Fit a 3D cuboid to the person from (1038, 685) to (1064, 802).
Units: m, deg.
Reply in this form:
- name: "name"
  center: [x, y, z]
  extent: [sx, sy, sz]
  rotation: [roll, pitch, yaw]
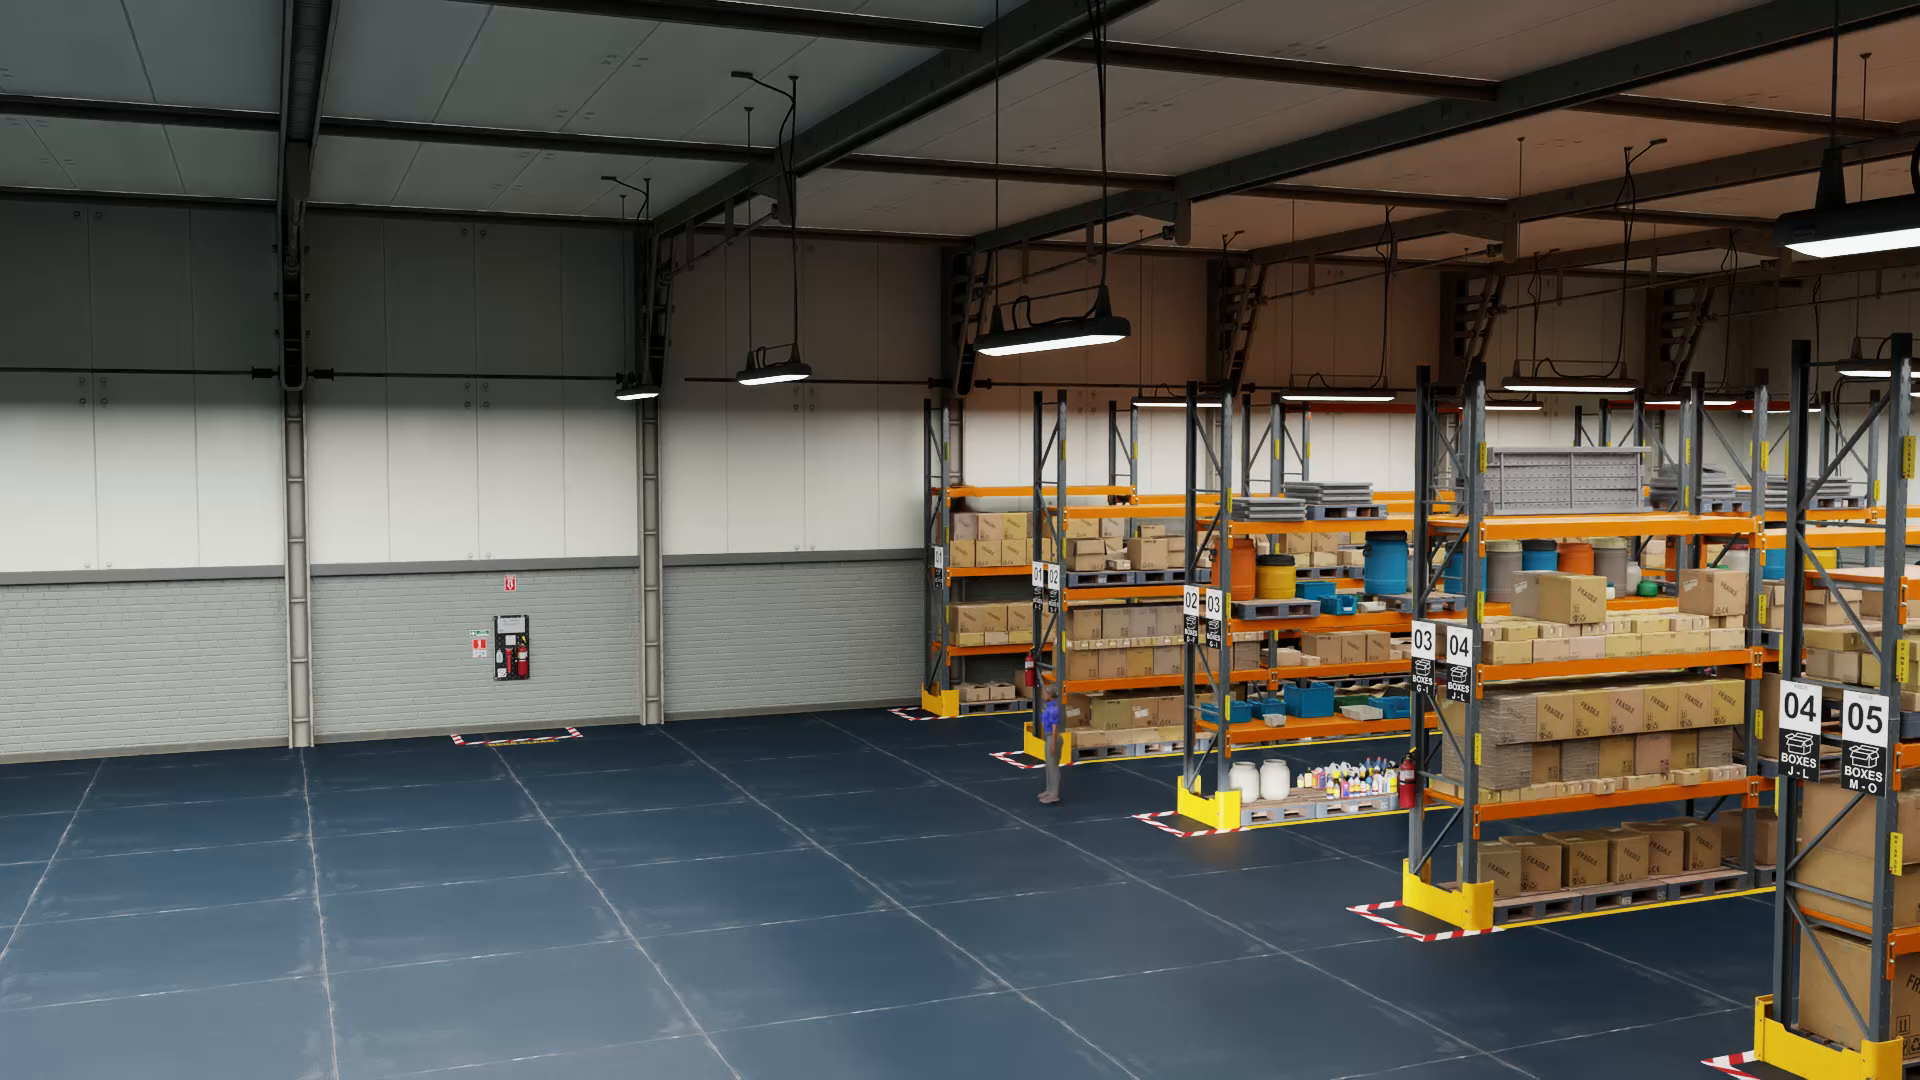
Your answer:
- name: "person"
  center: [1.312, 2.919, 23.972]
  extent: [0.374, 1.667, 0.486]
  rotation: [0, 3, 0]
